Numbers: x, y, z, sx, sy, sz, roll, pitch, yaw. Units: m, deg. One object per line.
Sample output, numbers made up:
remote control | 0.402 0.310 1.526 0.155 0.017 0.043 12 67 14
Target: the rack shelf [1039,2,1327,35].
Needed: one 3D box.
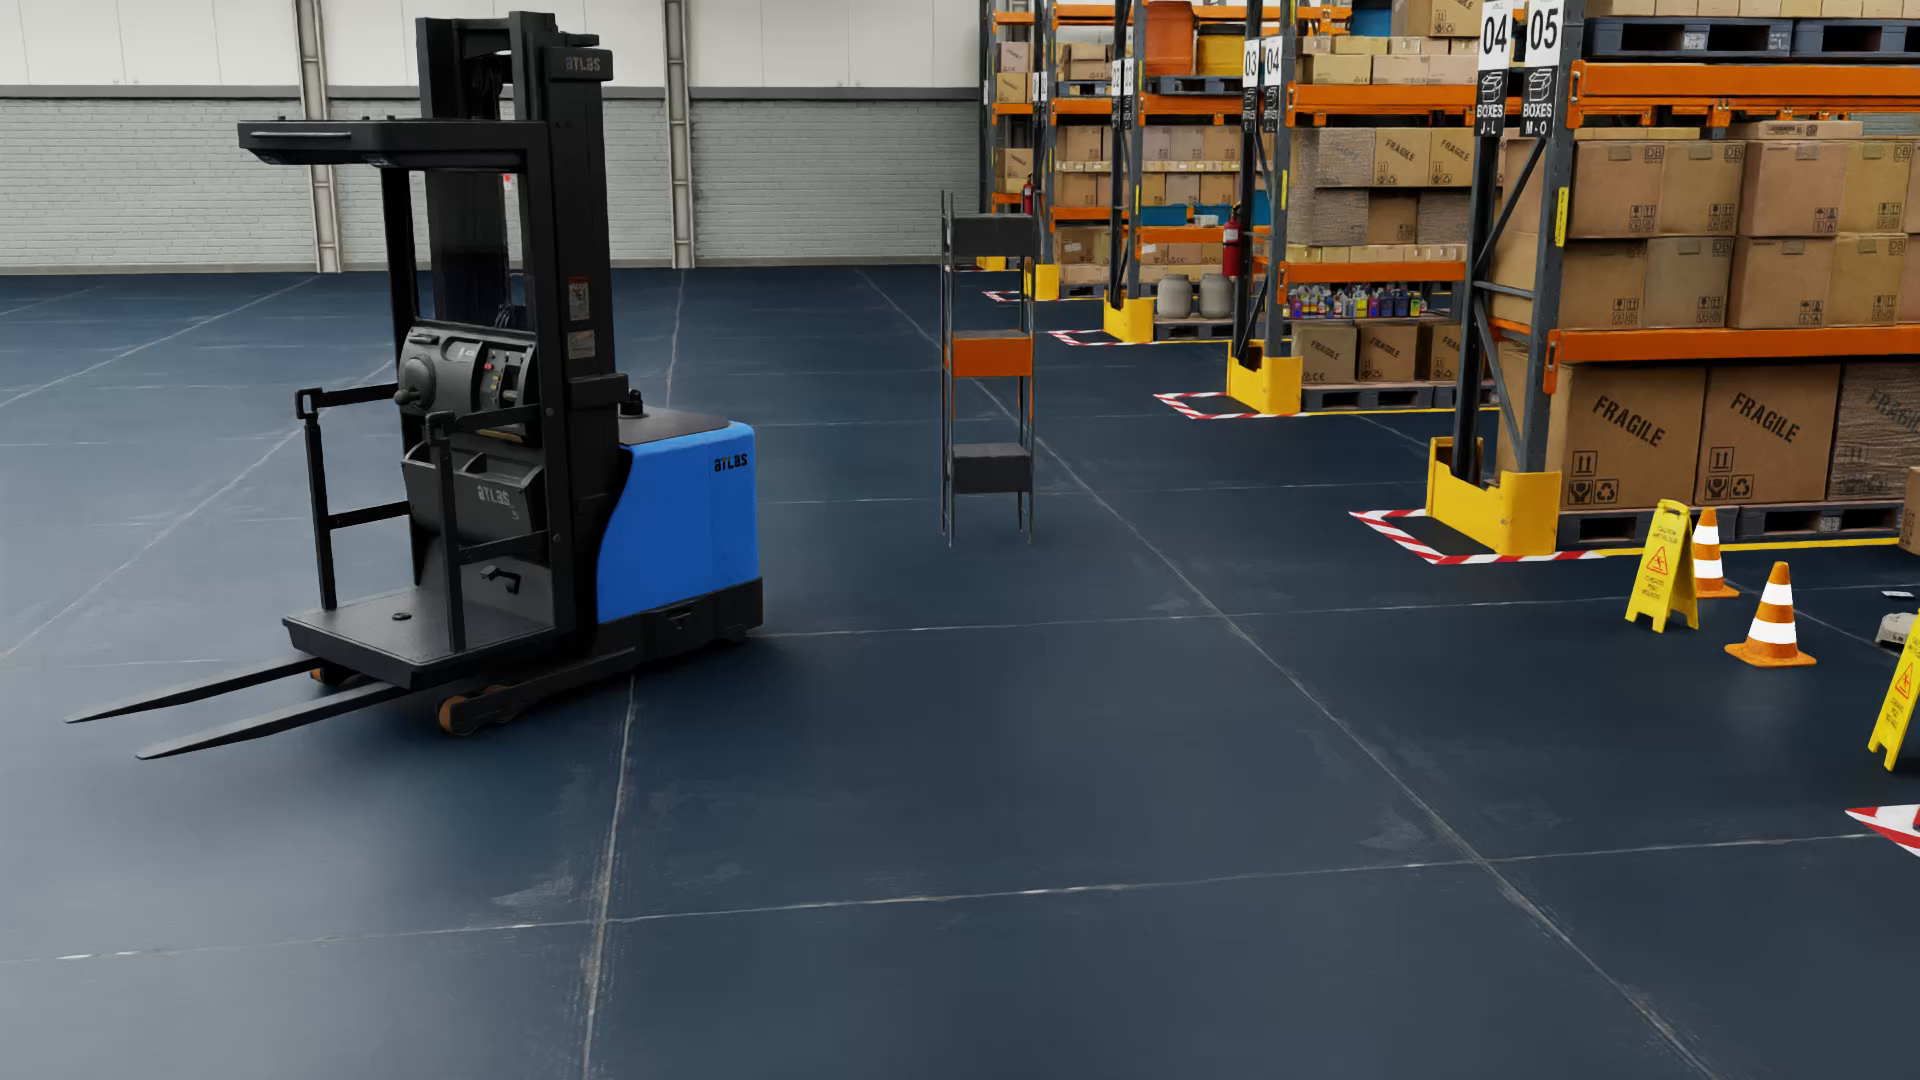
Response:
rack shelf | 3.190 -7.522 24.016 4.000 0.370 1.077 -2 14 -8

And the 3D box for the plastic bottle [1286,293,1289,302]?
plastic bottle | 3.967 -2.936 20.440 0.133 0.283 0.061 -2 14 -8

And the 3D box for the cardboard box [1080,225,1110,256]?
cardboard box | 2.465 -5.313 29.476 0.500 0.500 0.700 -3 14 -12

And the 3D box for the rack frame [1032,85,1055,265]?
rack frame | 1.212 -5.082 24.321 0.127 3.000 1.000 -2 14 -8

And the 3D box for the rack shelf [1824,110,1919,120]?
rack shelf | 15.056 -6.696 26.067 4.000 0.370 1.077 -2 14 -8

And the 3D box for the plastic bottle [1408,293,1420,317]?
plastic bottle | 5.475 -2.835 20.039 0.133 0.283 0.061 -1 14 -5

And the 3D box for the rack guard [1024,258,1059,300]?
rack guard | 1.189 -3.869 24.622 0.348 0.500 1.175 -2 14 -8

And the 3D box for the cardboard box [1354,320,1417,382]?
cardboard box | 3.890 -1.739 15.265 0.500 0.500 0.500 2 14 6

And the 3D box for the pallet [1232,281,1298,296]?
pallet | 4.375 -3.856 25.164 1.213 0.211 1.003 -2 14 -8

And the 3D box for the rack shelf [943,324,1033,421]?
rack shelf | 0.164 -1.011 9.994 0.480 0.518 0.431 -2 14 -8

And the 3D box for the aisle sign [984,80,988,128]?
aisle sign | 0.444 -7.460 28.457 0.004 0.787 0.394 -2 14 -8

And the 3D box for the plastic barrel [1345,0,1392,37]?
plastic barrel | 4.902 -5.927 19.629 0.708 0.901 0.600 -2 14 -8

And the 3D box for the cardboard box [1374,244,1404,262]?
cardboard box | 3.745 -2.554 14.758 0.250 0.149 0.380 -2 14 -8

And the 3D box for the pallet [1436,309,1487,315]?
pallet | 6.673 -2.721 20.637 1.213 0.211 1.003 -2 14 -8

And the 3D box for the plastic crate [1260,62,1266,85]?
plastic crate | 3.787 -5.479 19.771 0.575 0.384 0.392 -2 14 -8

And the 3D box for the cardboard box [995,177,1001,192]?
cardboard box | 0.904 -6.274 29.341 0.500 0.250 0.500 -2 14 -7

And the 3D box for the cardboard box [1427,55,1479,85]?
cardboard box | 4.199 -4.074 14.442 0.500 0.250 0.500 -2 14 -9

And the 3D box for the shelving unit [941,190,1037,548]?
shelving unit | 0.164 -1.024 9.990 0.503 2.100 0.431 -2 14 -8

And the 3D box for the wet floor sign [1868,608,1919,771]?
wet floor sign | 3.814 0.576 6.599 0.232 0.644 0.267 3 14 11

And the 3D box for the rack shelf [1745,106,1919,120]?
rack shelf | 11.835 -5.359 20.737 4.000 0.370 1.077 -2 14 -8

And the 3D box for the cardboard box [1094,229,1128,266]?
cardboard box | 2.270 -4.301 24.451 0.500 0.500 0.500 -2 14 -8

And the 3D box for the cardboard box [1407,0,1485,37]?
cardboard box | 4.193 -4.578 14.300 0.500 0.500 0.500 -2 14 -9

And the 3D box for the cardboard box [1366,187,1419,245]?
cardboard box | 3.709 -2.952 15.011 0.500 0.500 0.875 -2 14 -8

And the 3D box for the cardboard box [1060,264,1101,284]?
cardboard box | 1.776 -3.918 24.469 0.500 0.250 0.500 -2 14 -8

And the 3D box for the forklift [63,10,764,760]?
forklift | -2.300 -0.738 7.141 1.130 2.935 3.031 11 18 38

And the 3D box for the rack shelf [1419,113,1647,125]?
rack shelf | 10.359 -7.742 30.239 4.000 0.370 1.077 -2 14 -8

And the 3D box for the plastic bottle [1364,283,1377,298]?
plastic bottle | 5.063 -3.000 20.559 0.185 0.351 0.144 -2 14 -8

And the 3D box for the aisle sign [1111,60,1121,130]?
aisle sign | 1.831 -5.221 19.528 0.004 0.787 0.394 -2 14 -8

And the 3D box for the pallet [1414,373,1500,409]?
pallet | 4.772 -1.414 15.426 1.213 0.211 1.003 -2 14 -8

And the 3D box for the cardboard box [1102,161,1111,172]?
cardboard box | 2.140 -5.427 24.156 0.250 0.149 0.380 -2 14 -8

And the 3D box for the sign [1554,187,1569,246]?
sign | 3.400 -1.827 9.399 0.005 0.325 0.100 -2 14 -8

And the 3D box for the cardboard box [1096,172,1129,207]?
cardboard box | 2.194 -5.165 24.445 0.500 0.500 0.700 -2 14 -7

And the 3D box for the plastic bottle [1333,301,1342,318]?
plastic bottle | 4.525 -2.765 19.928 0.097 0.201 0.097 0 14 0

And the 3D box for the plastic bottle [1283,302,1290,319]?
plastic bottle | 3.888 -2.741 19.835 0.097 0.201 0.097 0 14 0

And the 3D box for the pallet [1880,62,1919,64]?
pallet | 6.468 -3.032 10.163 1.213 0.211 1.003 -2 14 -8

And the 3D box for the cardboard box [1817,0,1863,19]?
cardboard box | 4.958 -3.069 9.574 0.250 0.149 0.380 -2 14 -9

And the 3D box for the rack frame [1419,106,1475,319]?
rack frame | 5.902 -4.036 20.148 0.127 3.000 1.000 -2 14 -8

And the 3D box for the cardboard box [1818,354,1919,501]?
cardboard box | 5.756 -0.781 10.675 0.875 0.875 0.875 -2 14 -8

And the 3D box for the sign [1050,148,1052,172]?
sign | 1.289 -5.407 23.673 0.005 0.325 0.100 -2 14 -8

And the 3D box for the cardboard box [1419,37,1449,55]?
cardboard box | 4.014 -4.255 14.343 0.250 0.149 0.380 -2 14 -8

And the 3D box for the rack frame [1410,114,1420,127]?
rack frame | 8.381 -6.564 30.228 0.127 3.000 1.000 -2 14 -8

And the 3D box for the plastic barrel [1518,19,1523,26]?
plastic barrel | 7.019 -5.828 20.098 0.600 0.901 0.600 0 14 0

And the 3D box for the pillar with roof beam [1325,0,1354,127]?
pillar with roof beam | 7.608 -8.599 26.011 0.400 9.000 9.100 -2 14 -8

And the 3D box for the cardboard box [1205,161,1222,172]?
cardboard box | 3.675 -5.483 24.381 0.250 0.149 0.380 -2 14 -7

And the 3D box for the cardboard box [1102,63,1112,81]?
cardboard box | 2.312 -6.841 24.326 0.500 0.250 0.500 -2 14 -8

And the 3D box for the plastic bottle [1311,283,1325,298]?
plastic bottle | 4.435 -3.013 20.609 0.185 0.351 0.144 -2 14 -9

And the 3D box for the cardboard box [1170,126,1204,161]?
cardboard box | 3.241 -5.833 24.441 0.500 0.500 0.700 -2 14 -8

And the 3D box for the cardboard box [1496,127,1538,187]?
cardboard box | 4.752 -3.386 14.684 0.500 0.500 0.500 -2 14 -8

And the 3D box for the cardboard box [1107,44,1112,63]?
cardboard box | 2.385 -8.402 29.089 0.500 0.500 0.500 -2 14 -8

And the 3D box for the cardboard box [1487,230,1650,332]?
cardboard box | 3.684 -1.600 10.126 0.550 0.550 0.875 -2 14 -8
